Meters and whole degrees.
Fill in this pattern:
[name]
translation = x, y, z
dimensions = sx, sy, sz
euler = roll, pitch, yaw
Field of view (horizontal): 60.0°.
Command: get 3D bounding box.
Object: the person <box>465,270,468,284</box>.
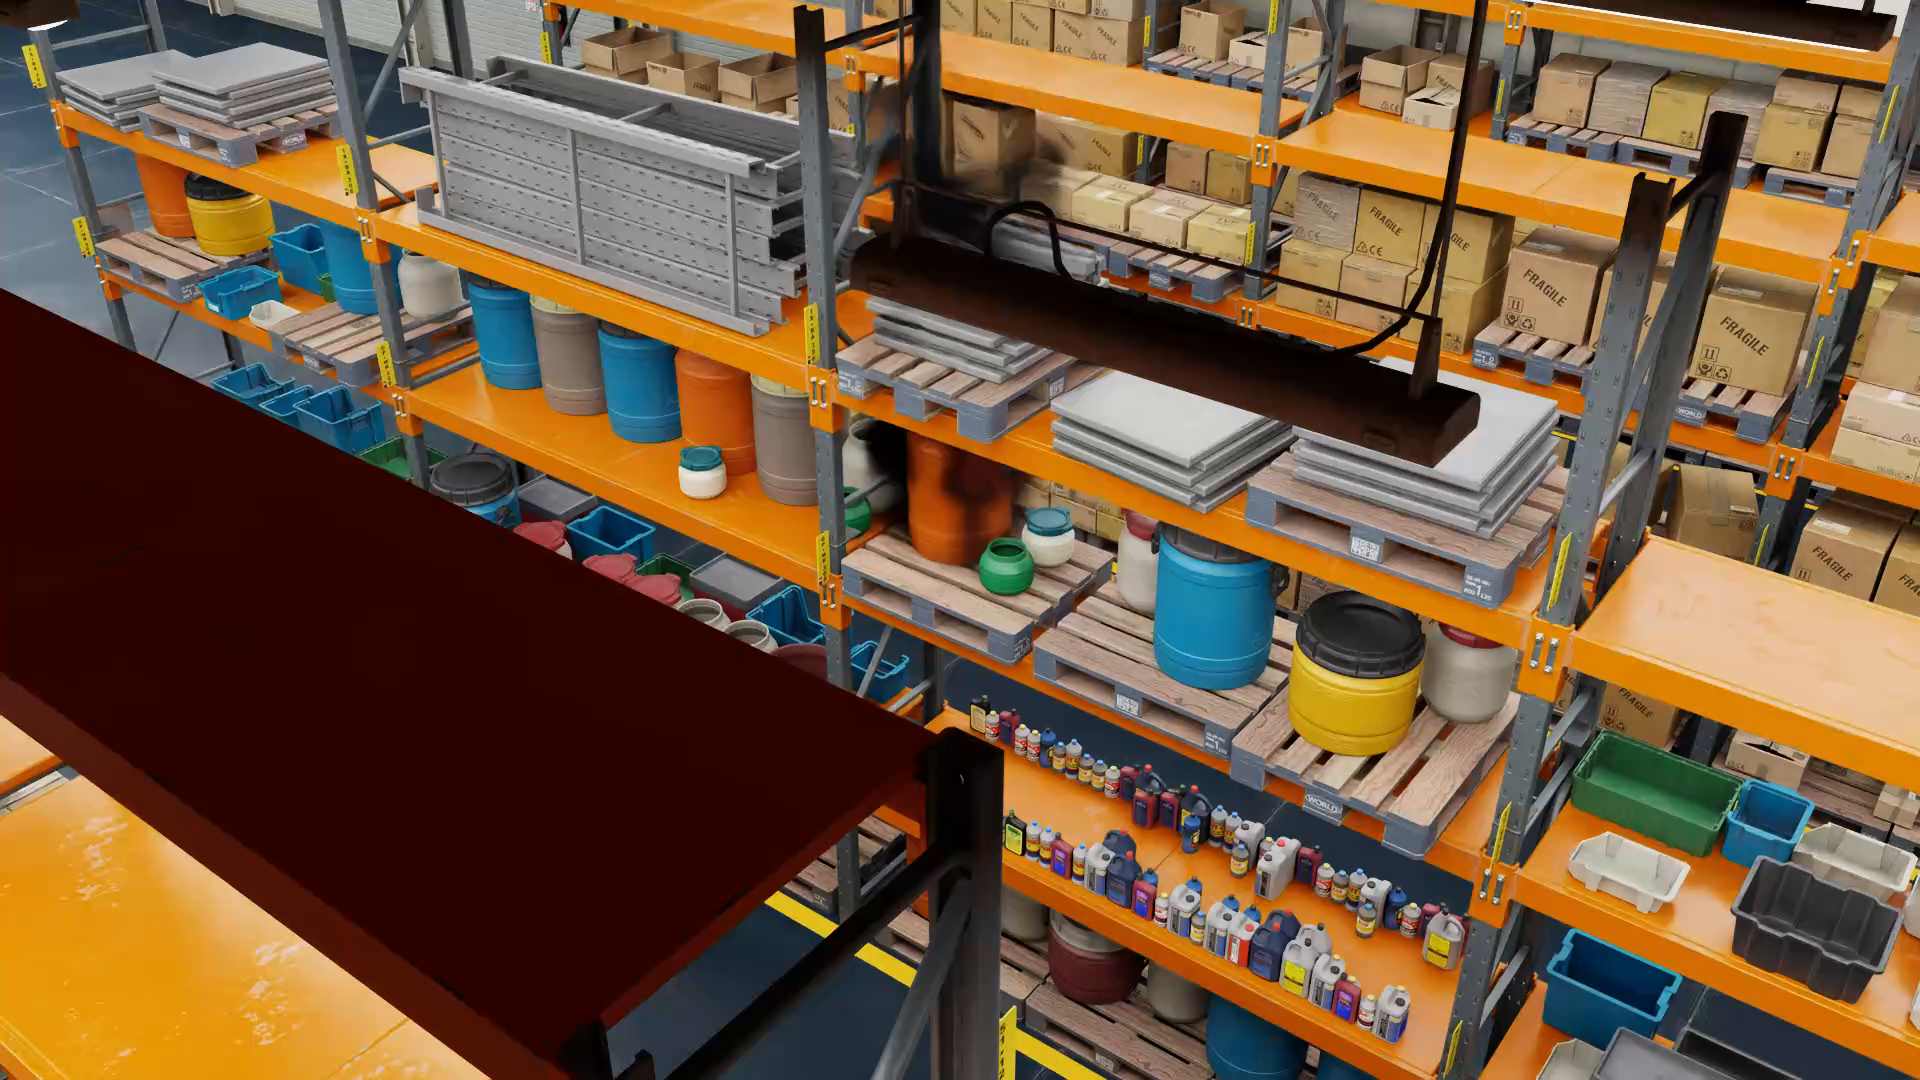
[person]
translation = -5.464, -3.375, 19.097
dimensions = 0.908, 1.771, 0.689
euler = -10, 33, -17
